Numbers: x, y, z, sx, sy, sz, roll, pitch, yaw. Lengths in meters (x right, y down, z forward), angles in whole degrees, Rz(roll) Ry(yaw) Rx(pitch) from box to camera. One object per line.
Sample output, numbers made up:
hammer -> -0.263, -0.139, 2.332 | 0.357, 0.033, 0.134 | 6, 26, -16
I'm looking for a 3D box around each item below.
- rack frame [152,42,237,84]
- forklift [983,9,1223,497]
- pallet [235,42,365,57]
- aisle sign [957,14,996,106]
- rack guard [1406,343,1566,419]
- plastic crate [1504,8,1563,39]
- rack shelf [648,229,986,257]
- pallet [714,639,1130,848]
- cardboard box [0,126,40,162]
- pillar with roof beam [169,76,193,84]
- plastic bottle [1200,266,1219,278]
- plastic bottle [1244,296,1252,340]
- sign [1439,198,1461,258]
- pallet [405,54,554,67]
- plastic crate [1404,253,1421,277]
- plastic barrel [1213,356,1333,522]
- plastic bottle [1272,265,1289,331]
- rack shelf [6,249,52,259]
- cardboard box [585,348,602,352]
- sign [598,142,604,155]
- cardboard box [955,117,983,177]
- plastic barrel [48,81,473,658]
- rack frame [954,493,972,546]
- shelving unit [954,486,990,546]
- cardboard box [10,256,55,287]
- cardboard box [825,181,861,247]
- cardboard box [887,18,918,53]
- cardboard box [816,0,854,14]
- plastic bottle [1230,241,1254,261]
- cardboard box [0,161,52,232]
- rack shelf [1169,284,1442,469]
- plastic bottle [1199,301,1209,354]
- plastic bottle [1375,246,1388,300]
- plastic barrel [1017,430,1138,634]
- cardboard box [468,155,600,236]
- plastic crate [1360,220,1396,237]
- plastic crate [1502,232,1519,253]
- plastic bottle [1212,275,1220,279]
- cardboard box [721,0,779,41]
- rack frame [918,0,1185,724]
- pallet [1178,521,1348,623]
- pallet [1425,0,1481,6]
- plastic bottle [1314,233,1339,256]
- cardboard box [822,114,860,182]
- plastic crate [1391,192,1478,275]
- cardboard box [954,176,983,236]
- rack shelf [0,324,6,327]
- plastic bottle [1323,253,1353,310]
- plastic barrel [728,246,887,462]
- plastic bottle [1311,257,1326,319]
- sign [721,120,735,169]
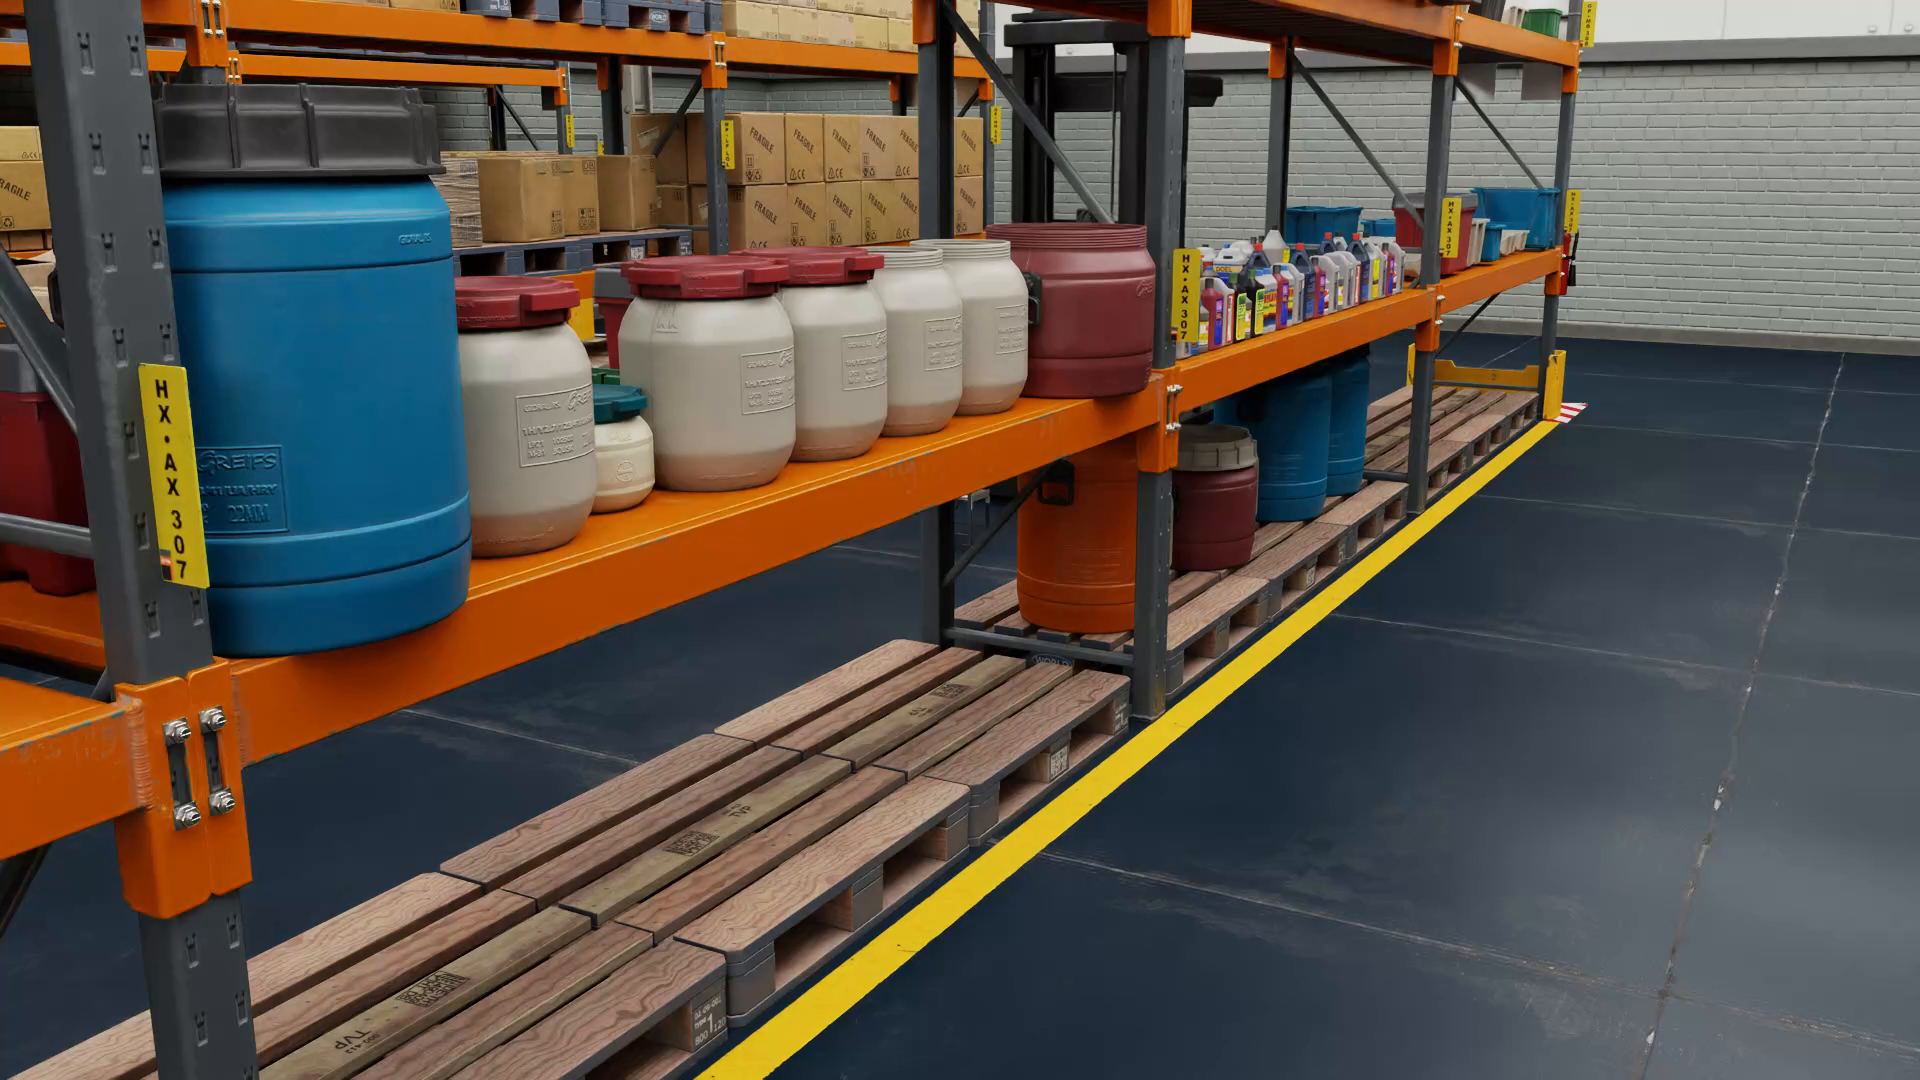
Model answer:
rack frame -> -6.428, -2.786, 14.191 | 1.000, 3.000, 0.127 | 7, 15, 28
forklift -> 1.007, -1.921, 10.748 | 1.130, 2.935, 3.031 | 7, 15, 27
pallet -> -6.024, -4.368, 14.541 | 1.003, 0.211, 1.213 | 7, 15, 28
aisle sign -> 0.145, -4.290, 14.880 | 0.394, 0.787, 0.004 | 7, 15, 28
rack guard -> 4.178, -1.276, 13.259 | 1.175, 0.500, 0.348 | 7, 15, 28
plastic crate -> 3.951, -3.605, 11.639 | 0.450, 0.188, 0.336 | 7, 15, 28
rack shelf -> -1.123, -2.286, 13.652 | 1.077, 0.370, 4.000 | 7, 15, 28
pallet -> -0.098, 0.667, 5.817 | 1.003, 0.211, 1.213 | 7, 15, 28
cardboard box -> -7.178, -2.916, 12.238 | 0.500, 0.250, 0.500 | 7, 15, 27
pillar with roof beam -> -3.079, -5.457, 12.467 | 9.100, 9.000, 0.400 | 7, 15, 28
plastic bottle -> 1.245, -1.268, 8.315 | 0.097, 0.201, 0.097 | 0, 14, 0
plastic bottle -> 1.171, -0.942, 6.964 | 0.097, 0.201, 0.097 | 0, 14, 0
sign -> 2.725, -1.736, 9.242 | 0.100, 0.325, 0.005 | 7, 15, 28
pallet -> -4.844, -4.869, 16.618 | 1.003, 0.211, 1.213 | 7, 15, 28
plastic crate -> 2.594, -1.644, 9.888 | 0.396, 0.136, 0.243 | 7, 15, 28
plastic barrel -> 1.624, -0.593, 8.674 | 0.600, 0.901, 0.708 | 7, 15, 28
plastic bottle -> 1.401, -1.071, 7.323 | 0.061, 0.283, 0.133 | 7, 15, 28
rack shelf -> -7.395, -2.026, 12.573 | 1.077, 0.370, 4.000 | 7, 15, 28
cardboard box -> -2.786, -1.042, 11.351 | 0.500, 0.500, 0.500 | 8, 16, 29
sign -> -2.569, -2.707, 12.013 | 0.100, 0.325, 0.005 | 7, 15, 28
cardboard box -> -0.131, -3.459, 14.633 | 0.500, 0.500, 0.500 | 7, 15, 28
plastic barrel -> -1.171, -0.311, 2.855 | 0.600, 0.901, 0.708 | 7, 15, 28
rack frame -> -0.045, -0.418, 8.848 | 0.240, 0.900, 0.006 | 7, 15, 28
shelving unit -> 0.004, -0.439, 8.935 | 0.258, 0.900, 0.210 | 7, 15, 28
cardboard box -> -4.626, -1.200, 7.802 | 0.500, 0.311, 0.500 | 7, 15, 27
cardboard box -> -1.117, -2.556, 13.022 | 0.500, 0.500, 0.500 | 7, 15, 28
cardboard box -> -0.656, -4.091, 13.523 | 0.500, 0.250, 0.500 | 7, 15, 28
cardboard box -> -1.146, -4.130, 12.617 | 0.500, 0.250, 0.500 | 7, 15, 28
plastic bottle -> 1.510, -1.477, 9.023 | 0.152, 0.276, 0.135 | 7, 15, 28
cardboard box -> -7.156, -2.555, 12.341 | 0.500, 0.500, 0.500 | 8, 16, 30
rack shelf -> 1.277, -0.904, 7.917 | 1.077, 0.370, 4.000 | 7, 15, 28
plastic bottle -> 0.930, -0.839, 6.539 | 0.097, 0.201, 0.097 | 0, 14, 0
plastic bottle -> 2.160, -1.411, 8.751 | 0.152, 0.276, 0.135 | 7, 15, 28
plastic barrel -> 0.532, -0.095, 6.760 | 0.600, 0.830, 0.708 | 7, 15, 28
cardboard box -> -2.792, -2.258, 10.892 | 0.700, 0.500, 0.500 | 10, 17, 37
plastic crate -> 2.989, -2.087, 11.520 | 0.416, 0.233, 0.300 | 7, 15, 28
plastic crate -> 3.789, -2.140, 11.944 | 0.396, 0.136, 0.243 | 7, 15, 28
plastic bottle -> 1.053, -0.955, 6.871 | 0.097, 0.271, 0.097 | 0, 14, 0
cardboard box -> -1.639, -3.683, 11.830 | 0.500, 0.250, 0.500 | 7, 15, 28
rack frame -> 0.310, -0.843, 6.131 | 1.000, 3.000, 0.127 | 7, 15, 28
pallet -> 1.246, 0.097, 8.183 | 1.003, 0.211, 1.213 | 7, 15, 28
pallet -> 1.951, -2.858, 8.493 | 1.213, 0.211, 1.003 | 7, 15, 28
plastic bottle -> 1.871, -1.393, 8.515 | 0.144, 0.351, 0.185 | 7, 15, 28
cardboard box -> -1.118, -3.037, 12.882 | 0.500, 0.500, 0.500 | 7, 15, 26
plastic crate -> 2.895, -1.879, 10.162 | 0.402, 0.464, 0.583 | 7, 15, 28
cardboard box -> -0.135, -2.972, 14.749 | 0.500, 0.500, 0.500 | 8, 16, 30
rack shelf -> -4.991, -0.645, 6.844 | 1.077, 0.370, 4.000 | 7, 15, 28
plastic bottle -> 1.851, -1.280, 8.208 | 0.152, 0.276, 0.135 | 7, 15, 28
plastic barrel -> -0.405, -0.499, 4.415 | 0.433, 0.535, 0.433 | 0, 14, 0
plastic bottle -> 1.667, -1.183, 7.791 | 0.061, 0.283, 0.133 | 7, 15, 28
sign -> -1.603, -2.727, 11.473 | 0.100, 0.325, 0.005 | 7, 15, 28
